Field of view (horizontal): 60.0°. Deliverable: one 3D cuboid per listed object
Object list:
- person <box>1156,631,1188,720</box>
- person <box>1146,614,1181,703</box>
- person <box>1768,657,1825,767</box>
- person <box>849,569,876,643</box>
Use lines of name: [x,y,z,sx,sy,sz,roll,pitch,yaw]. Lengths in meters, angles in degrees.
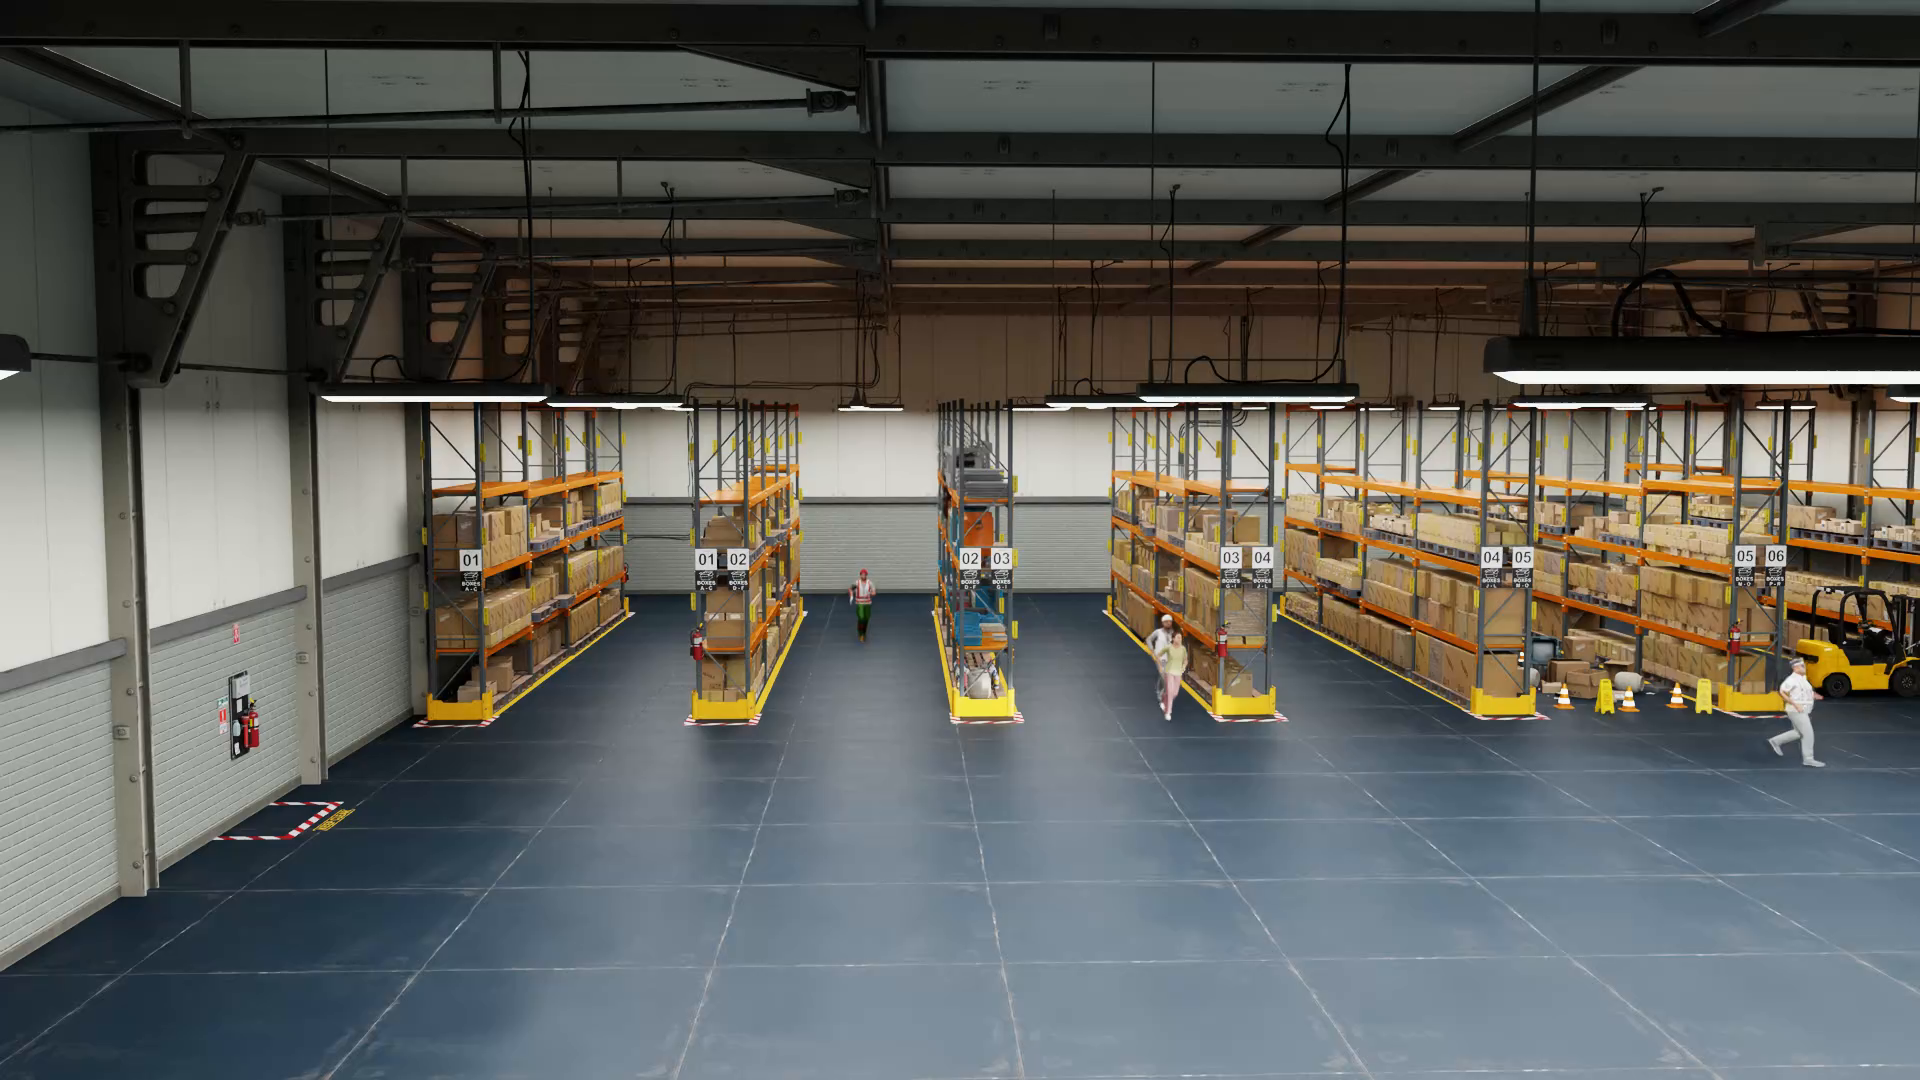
person: [4.021,2.538,31.465,0.619,1.642,0.736,-1,4,-14]
person: [4.063,2.346,32.807,0.644,1.751,0.642,-1,4,-12]
person: [13.683,2.778,27.138,0.873,1.753,0.676,4,6,42]
person: [-2.434,1.653,41.845,0.643,1.844,0.769,-1,5,-18]
